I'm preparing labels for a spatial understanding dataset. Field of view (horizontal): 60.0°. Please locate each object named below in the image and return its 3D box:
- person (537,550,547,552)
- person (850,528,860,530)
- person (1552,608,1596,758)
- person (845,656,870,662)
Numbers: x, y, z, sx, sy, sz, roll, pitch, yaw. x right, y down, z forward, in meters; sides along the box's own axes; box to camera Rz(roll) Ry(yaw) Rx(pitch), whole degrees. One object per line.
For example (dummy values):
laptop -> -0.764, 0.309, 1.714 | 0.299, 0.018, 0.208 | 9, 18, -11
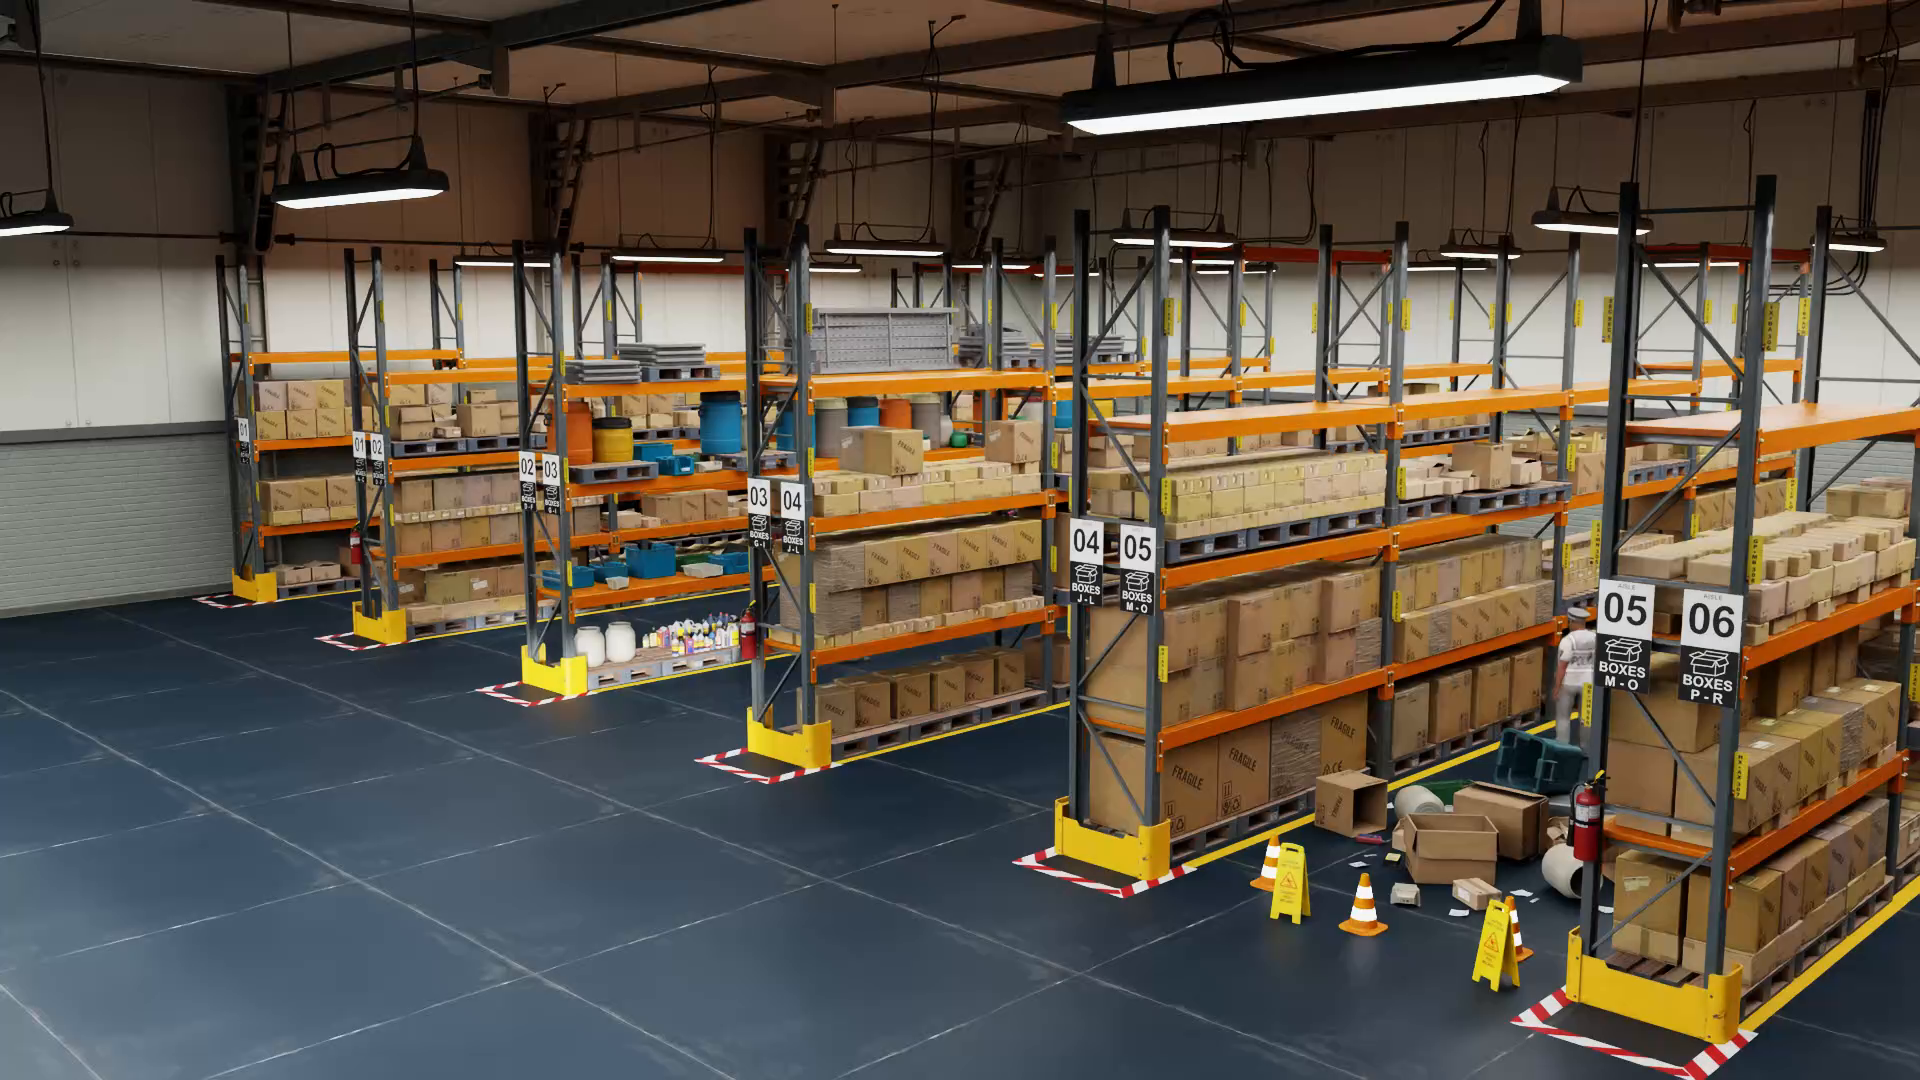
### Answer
person -> -7.783, -0.010, 30.425 | 0.634, 1.835, 0.536 | -4, 9, -26
person -> -1.795, 0.021, 28.451 | 0.508, 1.673, 0.405 | -2, 8, -15
person -> 6.996, 1.628, 18.944 | 0.555, 1.748, 0.571 | 0, 8, 2
person -> -1.548, 0.887, 24.153 | 0.360, 1.828, 0.635 | 5, 10, 33
